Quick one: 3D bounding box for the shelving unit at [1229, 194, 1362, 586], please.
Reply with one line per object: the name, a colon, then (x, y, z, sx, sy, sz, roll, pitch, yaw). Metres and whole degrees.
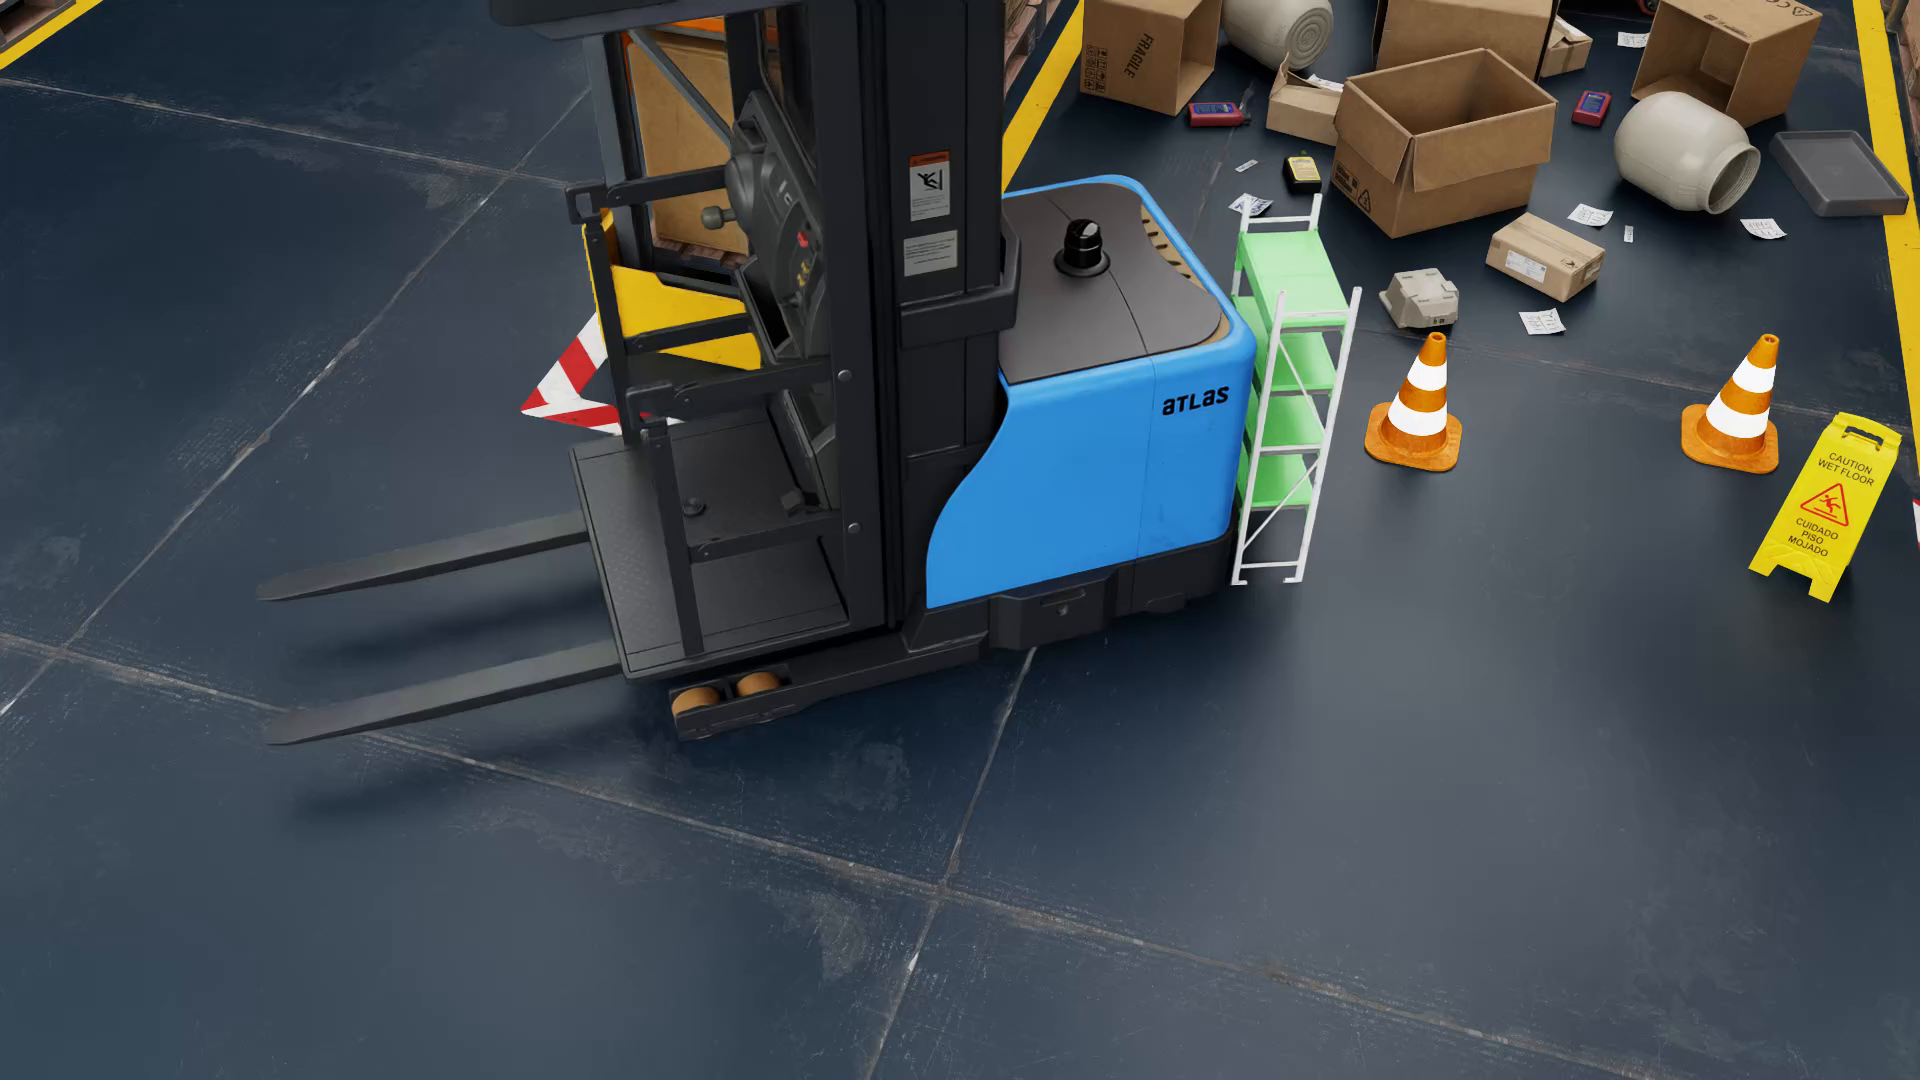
shelving unit: (1.013, -0.457, 5.359, 0.258, 1.200, 0.503, -3, 44, -3)

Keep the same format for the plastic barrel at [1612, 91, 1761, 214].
plastic barrel: (3.114, -1.658, 7.142, 0.421, 0.421, 0.512, -24, 49, -22)

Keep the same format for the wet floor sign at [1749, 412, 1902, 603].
wet floor sign: (2.854, -0.140, 5.432, 0.267, 0.644, 0.232, 28, 51, 26)

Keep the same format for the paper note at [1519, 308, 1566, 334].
paper note: (2.321, -0.872, 6.620, 0.148, 0.019, 0.142, -2, 44, -2)

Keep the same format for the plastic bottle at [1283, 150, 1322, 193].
plastic bottle: (1.513, -1.641, 7.383, 0.133, 0.061, 0.283, -2, 44, -2)

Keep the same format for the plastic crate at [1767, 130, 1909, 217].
plastic crate: (3.886, -1.632, 7.360, 0.402, 0.080, 0.583, -2, 44, -2)

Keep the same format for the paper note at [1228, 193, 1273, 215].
paper note: (1.264, -1.459, 7.220, 0.144, 0.017, 0.142, 28, 51, 26)

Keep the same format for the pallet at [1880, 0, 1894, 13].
pallet: (5.377, -3.071, 8.737, 1.003, 0.211, 1.213, 13, 46, 13)

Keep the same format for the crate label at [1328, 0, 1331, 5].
crate label: (1.719, -2.721, 8.433, 0.298, 0.136, 0.250, -16, 47, -16)

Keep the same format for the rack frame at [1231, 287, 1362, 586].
rack frame: (1.032, -0.287, 5.185, 0.240, 1.200, 0.015, -3, 44, -3)

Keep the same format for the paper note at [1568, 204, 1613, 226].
paper note: (2.721, -1.403, 7.170, 0.148, 0.019, 0.142, 28, 51, 26)

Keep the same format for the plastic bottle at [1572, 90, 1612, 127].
plastic bottle: (2.965, -2.035, 7.786, 0.133, 0.061, 0.283, 20, 48, 19)

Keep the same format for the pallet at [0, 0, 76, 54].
pallet: (-5.210, -2.569, 8.224, 1.003, 0.211, 1.213, 13, 46, 13)

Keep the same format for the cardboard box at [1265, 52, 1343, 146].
cardboard box: (1.629, -2.016, 7.620, 0.396, 0.266, 0.258, 20, 48, 19)

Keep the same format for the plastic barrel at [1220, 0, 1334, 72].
plastic barrel: (1.513, -2.527, 8.030, 0.421, 0.421, 0.512, -24, 49, -22)

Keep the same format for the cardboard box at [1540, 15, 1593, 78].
cardboard box: (2.851, -2.482, 8.097, 0.258, 0.266, 0.396, -16, 47, -16)

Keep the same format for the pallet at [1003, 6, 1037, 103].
pallet: (-0.278, -2.226, 7.874, 1.003, 0.211, 1.213, 13, 46, 13)

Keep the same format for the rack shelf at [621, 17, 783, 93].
rack shelf: (-0.211, -2.939, 7.123, 1.077, 0.370, 4.000, 13, 46, 13)

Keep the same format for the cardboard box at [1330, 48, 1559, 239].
cardboard box: (2.051, -1.697, 7.124, 0.797, 0.503, 0.637, -16, 47, -16)

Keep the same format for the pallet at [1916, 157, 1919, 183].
pallet: (4.606, -1.280, 6.907, 1.003, 0.211, 1.213, 13, 46, 13)

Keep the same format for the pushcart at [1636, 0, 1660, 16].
pushcart: (2.955, -3.060, 8.608, 1.648, 0.377, 0.936, -2, 44, -2)

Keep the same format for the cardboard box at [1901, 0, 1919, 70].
cardboard box: (4.707, -2.379, 7.702, 0.500, 0.250, 0.500, 11, 45, 11)

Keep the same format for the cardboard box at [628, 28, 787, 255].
cardboard box: (-0.674, -1.720, 6.581, 0.875, 0.875, 0.875, 13, 46, 13)

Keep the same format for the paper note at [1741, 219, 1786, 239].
paper note: (3.429, -1.334, 7.092, 0.142, 0.019, 0.148, -2, 44, -2)

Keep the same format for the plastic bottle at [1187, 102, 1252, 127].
plastic bottle: (1.206, -1.977, 7.727, 0.283, 0.061, 0.133, -2, 44, -2)

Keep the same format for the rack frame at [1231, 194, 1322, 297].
rack frame: (0.994, -0.627, 5.533, 0.240, 1.200, 0.015, -3, 44, -3)

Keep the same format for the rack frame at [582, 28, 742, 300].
rack frame: (-0.817, -1.863, 5.509, 1.000, 3.000, 0.127, 13, 46, 13)

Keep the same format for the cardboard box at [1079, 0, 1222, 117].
cardboard box: (0.903, -2.384, 7.828, 0.500, 0.500, 0.500, 20, 48, 19)

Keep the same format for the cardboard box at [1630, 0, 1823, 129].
cardboard box: (3.522, -2.229, 7.669, 0.500, 0.500, 0.500, -24, 49, -22)

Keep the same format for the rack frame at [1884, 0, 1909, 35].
rack frame: (5.143, -3.548, 7.231, 1.000, 3.000, 0.127, 13, 46, 13)

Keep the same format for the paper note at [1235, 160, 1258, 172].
paper note: (1.285, -1.678, 7.458, 0.123, 0.001, 0.032, -33, 53, -29)

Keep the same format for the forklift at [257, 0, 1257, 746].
forklift: (-0.691, -0.852, 4.525, 3.031, 2.935, 1.130, -13, 46, -13)

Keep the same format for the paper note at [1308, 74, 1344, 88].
paper note: (1.727, -2.172, 7.954, 0.172, 0.023, 0.155, 28, 51, 26)

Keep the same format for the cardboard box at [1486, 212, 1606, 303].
cardboard box: (2.403, -1.164, 6.833, 0.250, 0.149, 0.380, -33, 53, -29)

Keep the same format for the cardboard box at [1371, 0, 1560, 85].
cardboard box: (2.326, -2.370, 7.715, 0.797, 0.637, 0.503, 13, 46, 13)

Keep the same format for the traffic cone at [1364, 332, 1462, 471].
traffic cone: (1.671, -0.543, 5.974, 0.336, 0.463, 0.334, 13, 46, 13)

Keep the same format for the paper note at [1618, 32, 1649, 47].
paper note: (3.356, -2.495, 8.278, 0.148, 0.019, 0.142, 13, 46, 13)

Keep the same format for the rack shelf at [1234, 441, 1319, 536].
rack shelf: (1.013, -0.240, 5.572, 0.258, 0.148, 0.480, -3, 44, -3)

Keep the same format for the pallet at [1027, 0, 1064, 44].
pallet: (0.090, -3.042, 8.708, 1.003, 0.211, 1.213, 13, 46, 13)

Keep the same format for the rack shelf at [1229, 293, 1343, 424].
rack shelf: (1.013, -0.583, 5.236, 0.258, 0.148, 0.480, -3, 44, -3)

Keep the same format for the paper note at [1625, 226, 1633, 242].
paper note: (2.845, -1.302, 7.074, 0.032, 0.001, 0.123, 13, 46, 13)

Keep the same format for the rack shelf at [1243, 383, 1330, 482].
rack shelf: (1.013, -0.411, 5.404, 0.258, 0.148, 0.480, -3, 44, -3)

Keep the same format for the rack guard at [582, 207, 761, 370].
rack guard: (-0.824, -0.953, 6.367, 1.175, 0.500, 0.348, 13, 46, 13)

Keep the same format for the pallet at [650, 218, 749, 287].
pallet: (-0.649, -1.416, 7.046, 1.003, 0.211, 1.213, 13, 46, 13)

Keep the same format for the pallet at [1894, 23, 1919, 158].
pallet: (4.973, -2.096, 7.741, 1.003, 0.211, 1.213, 13, 46, 13)

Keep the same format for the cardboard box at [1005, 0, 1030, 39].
cardboard box: (-0.132, -2.914, 7.802, 0.875, 0.875, 0.875, 13, 46, 13)

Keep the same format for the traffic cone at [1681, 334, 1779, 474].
traffic cone: (2.832, -0.535, 5.966, 0.336, 0.463, 0.334, 13, 46, 13)

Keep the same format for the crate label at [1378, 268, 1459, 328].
crate label: (1.850, -0.964, 6.637, 0.250, 0.136, 0.298, -9, 45, -9)

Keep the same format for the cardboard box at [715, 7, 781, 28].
cardboard box: (-0.747, -2.173, 5.719, 0.875, 0.550, 0.550, 13, 46, 13)

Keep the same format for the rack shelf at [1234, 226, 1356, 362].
rack shelf: (1.013, -0.754, 5.068, 0.258, 0.148, 0.480, -3, 44, -3)
